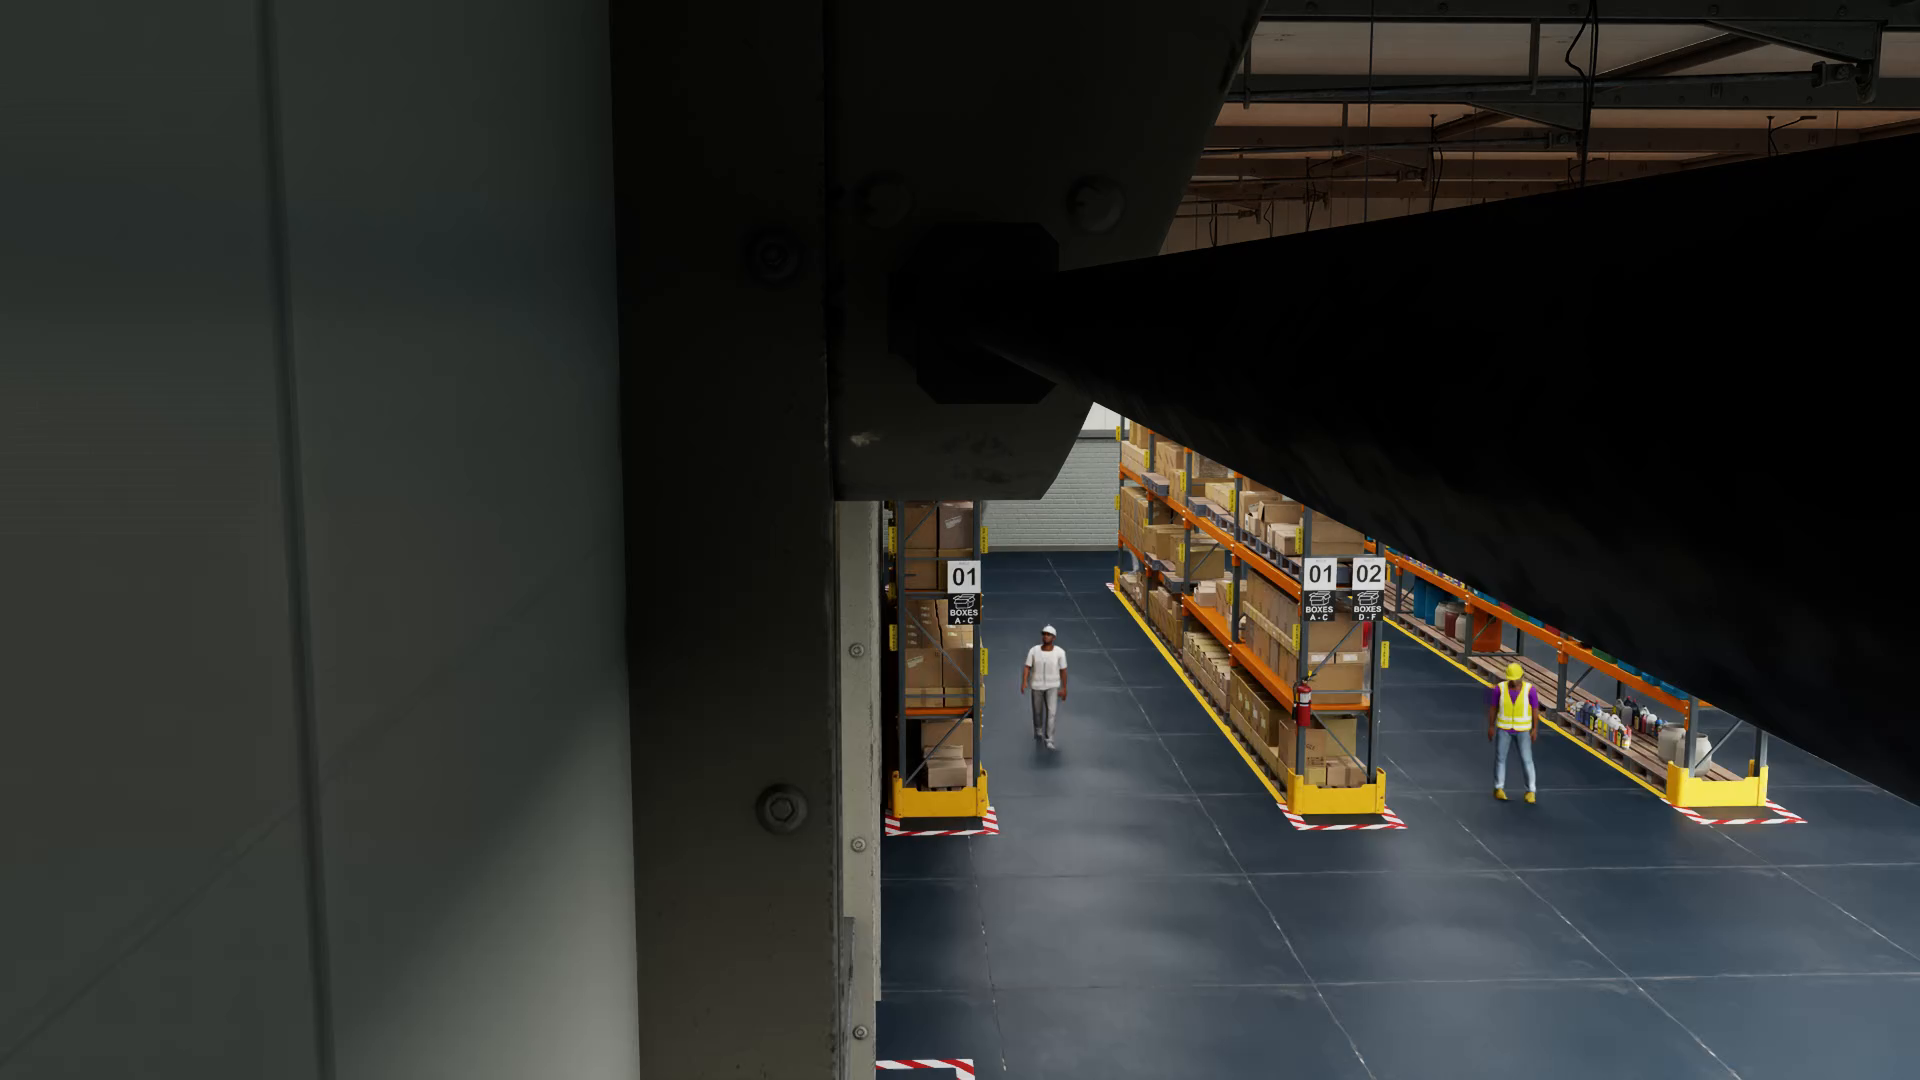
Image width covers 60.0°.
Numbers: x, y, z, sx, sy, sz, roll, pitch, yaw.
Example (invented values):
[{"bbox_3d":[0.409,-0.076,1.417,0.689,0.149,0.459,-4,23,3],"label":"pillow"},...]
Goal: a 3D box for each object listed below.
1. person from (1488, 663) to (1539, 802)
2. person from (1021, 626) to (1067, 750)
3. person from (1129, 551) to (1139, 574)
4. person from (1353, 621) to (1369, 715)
[{"bbox_3d":[7.044,2.419,21.164,0.616,1.763,0.405,4,9,23],"label":"person"},{"bbox_3d":[1.201,2.098,23.666,0.660,1.712,1.028,0,8,2],"label":"person"},{"bbox_3d":[4.181,-0.094,38.485,0.551,1.761,0.698,7,11,39],"label":"person"},{"bbox_3d":[6.039,1.818,25.440,0.403,1.738,0.545,0,8,3],"label":"person"}]
